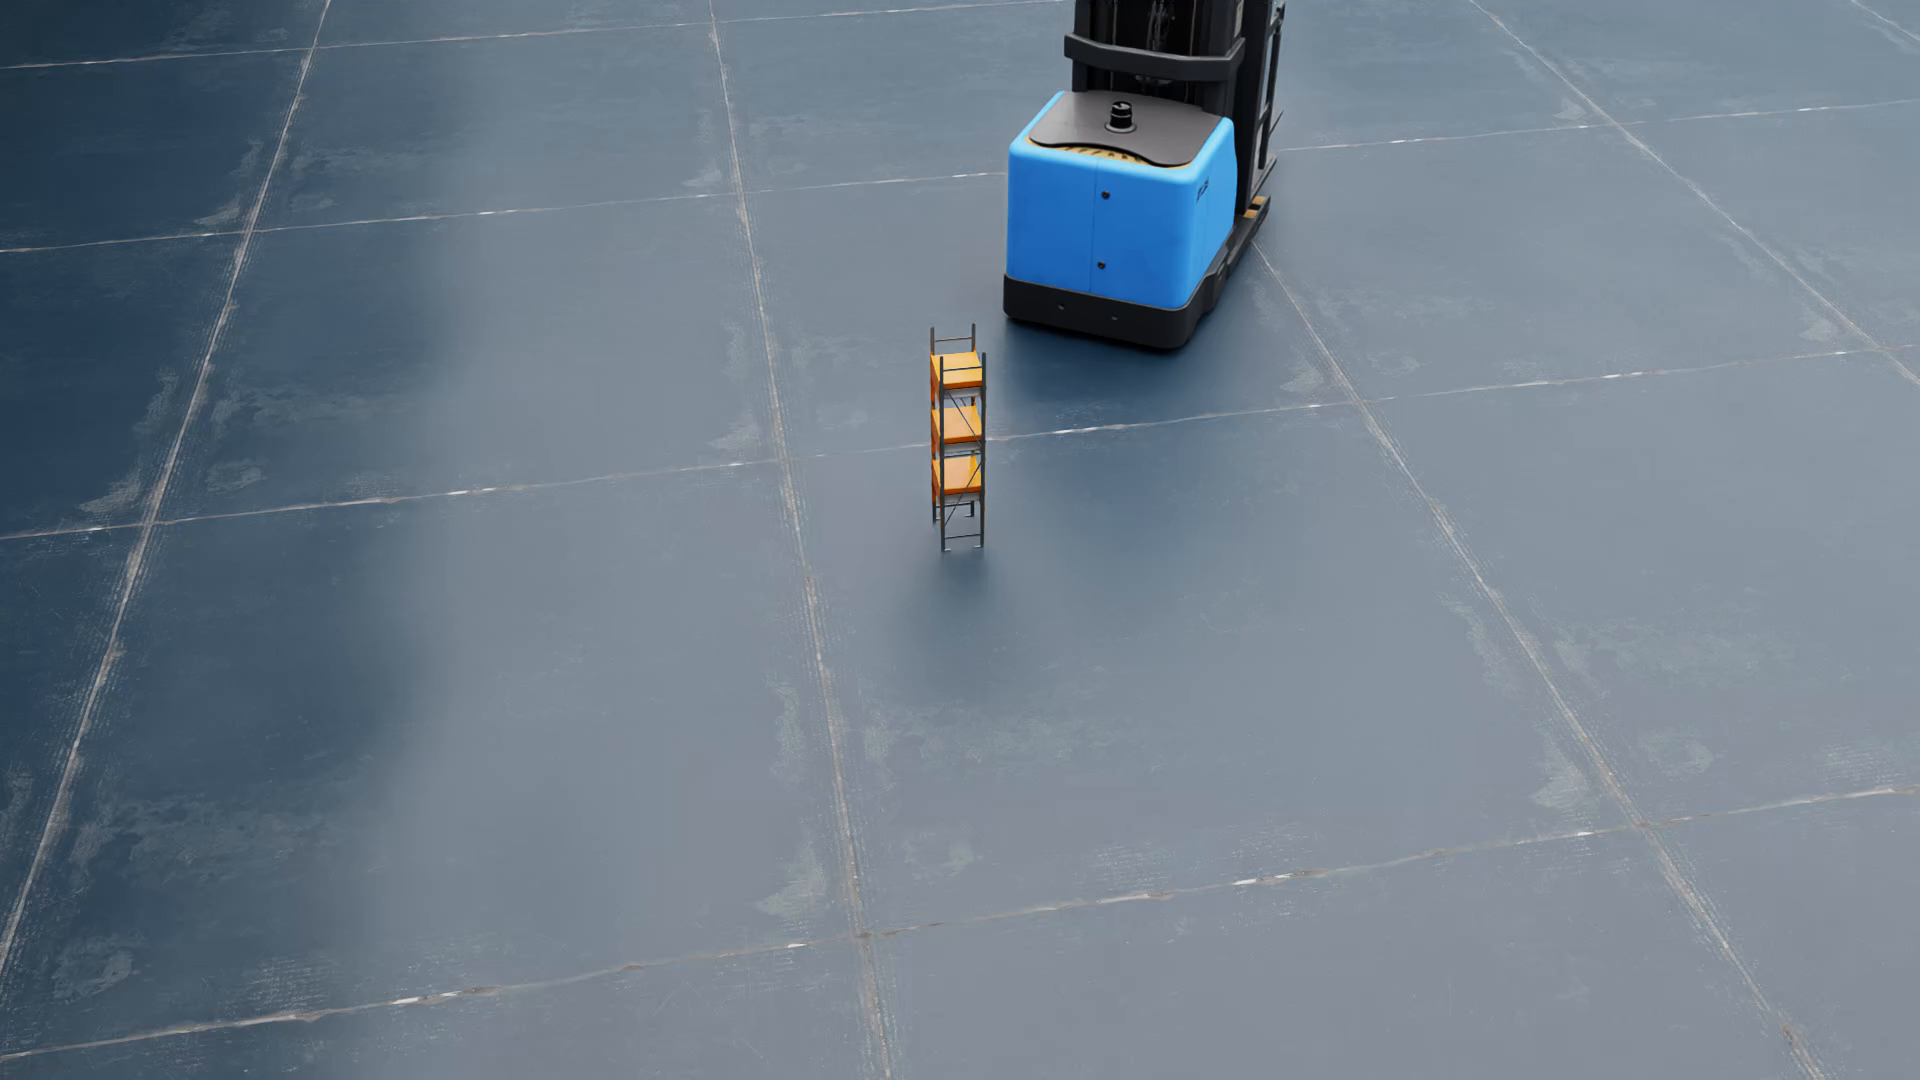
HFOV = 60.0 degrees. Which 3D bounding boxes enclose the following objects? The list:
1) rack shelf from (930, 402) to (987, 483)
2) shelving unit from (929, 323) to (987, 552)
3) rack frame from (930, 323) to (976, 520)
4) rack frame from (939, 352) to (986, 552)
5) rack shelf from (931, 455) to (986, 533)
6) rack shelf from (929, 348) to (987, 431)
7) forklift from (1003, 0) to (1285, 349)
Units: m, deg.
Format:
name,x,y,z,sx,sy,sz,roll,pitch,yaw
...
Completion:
name,x,y,z,sx,sy,sz,roll,pitch,yaw
rack shelf,-0.009,-0.439,7.476,0.215,0.259,0.240,-6,38,-8
shelving unit,-0.009,-0.447,7.470,0.215,1.050,0.252,-6,38,-8
rack frame,-0.031,-0.521,7.564,0.200,1.050,0.008,-6,38,-8
rack frame,0.012,-0.373,7.375,0.200,1.050,0.008,-6,38,-8
rack shelf,-0.009,-0.219,7.647,0.215,0.259,0.240,-6,38,-8
rack shelf,-0.009,-0.663,7.302,0.215,0.259,0.240,-6,38,-8
forklift,1.268,-3.091,9.340,1.130,2.935,3.031,14,40,17
